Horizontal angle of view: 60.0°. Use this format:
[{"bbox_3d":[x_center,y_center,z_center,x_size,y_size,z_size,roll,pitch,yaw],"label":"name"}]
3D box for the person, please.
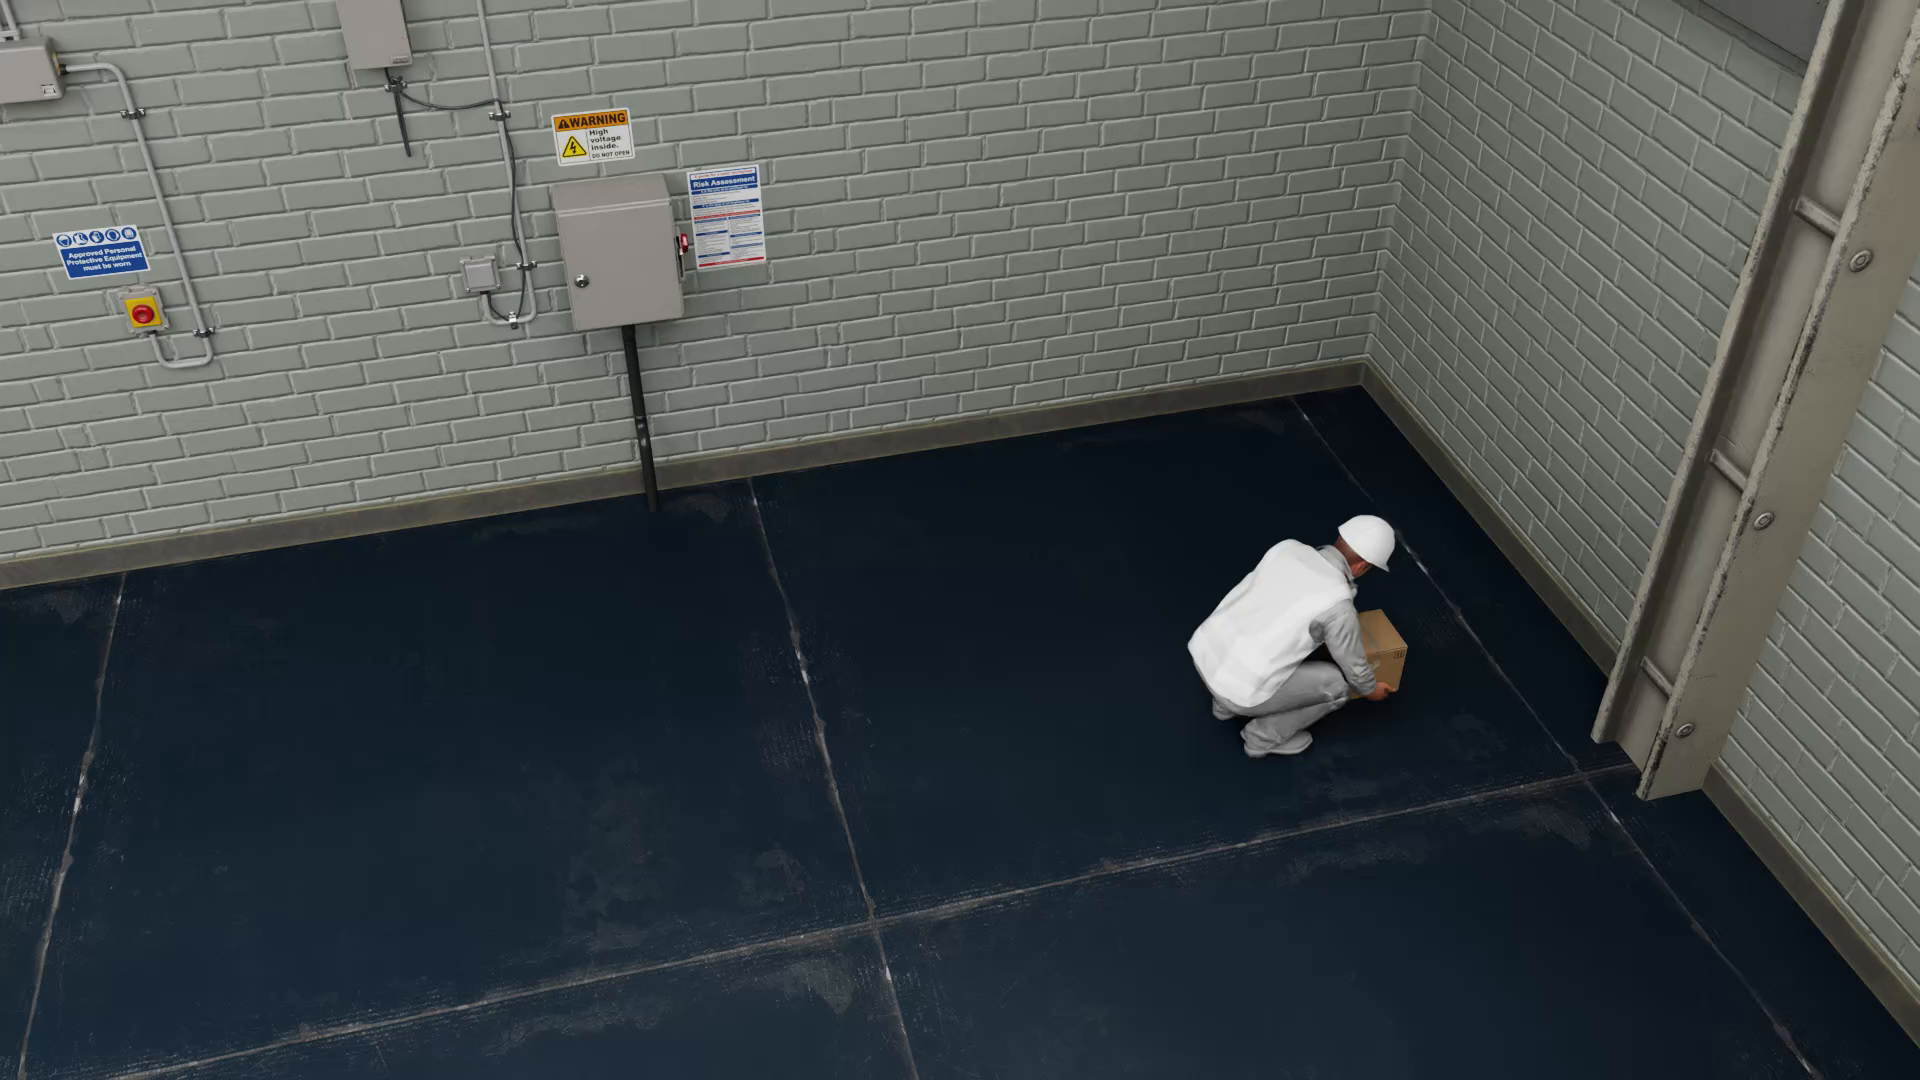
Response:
[{"bbox_3d":[1.371,0.391,6.820,0.848,1.011,0.532,-9,39,-12],"label":"person"}]
